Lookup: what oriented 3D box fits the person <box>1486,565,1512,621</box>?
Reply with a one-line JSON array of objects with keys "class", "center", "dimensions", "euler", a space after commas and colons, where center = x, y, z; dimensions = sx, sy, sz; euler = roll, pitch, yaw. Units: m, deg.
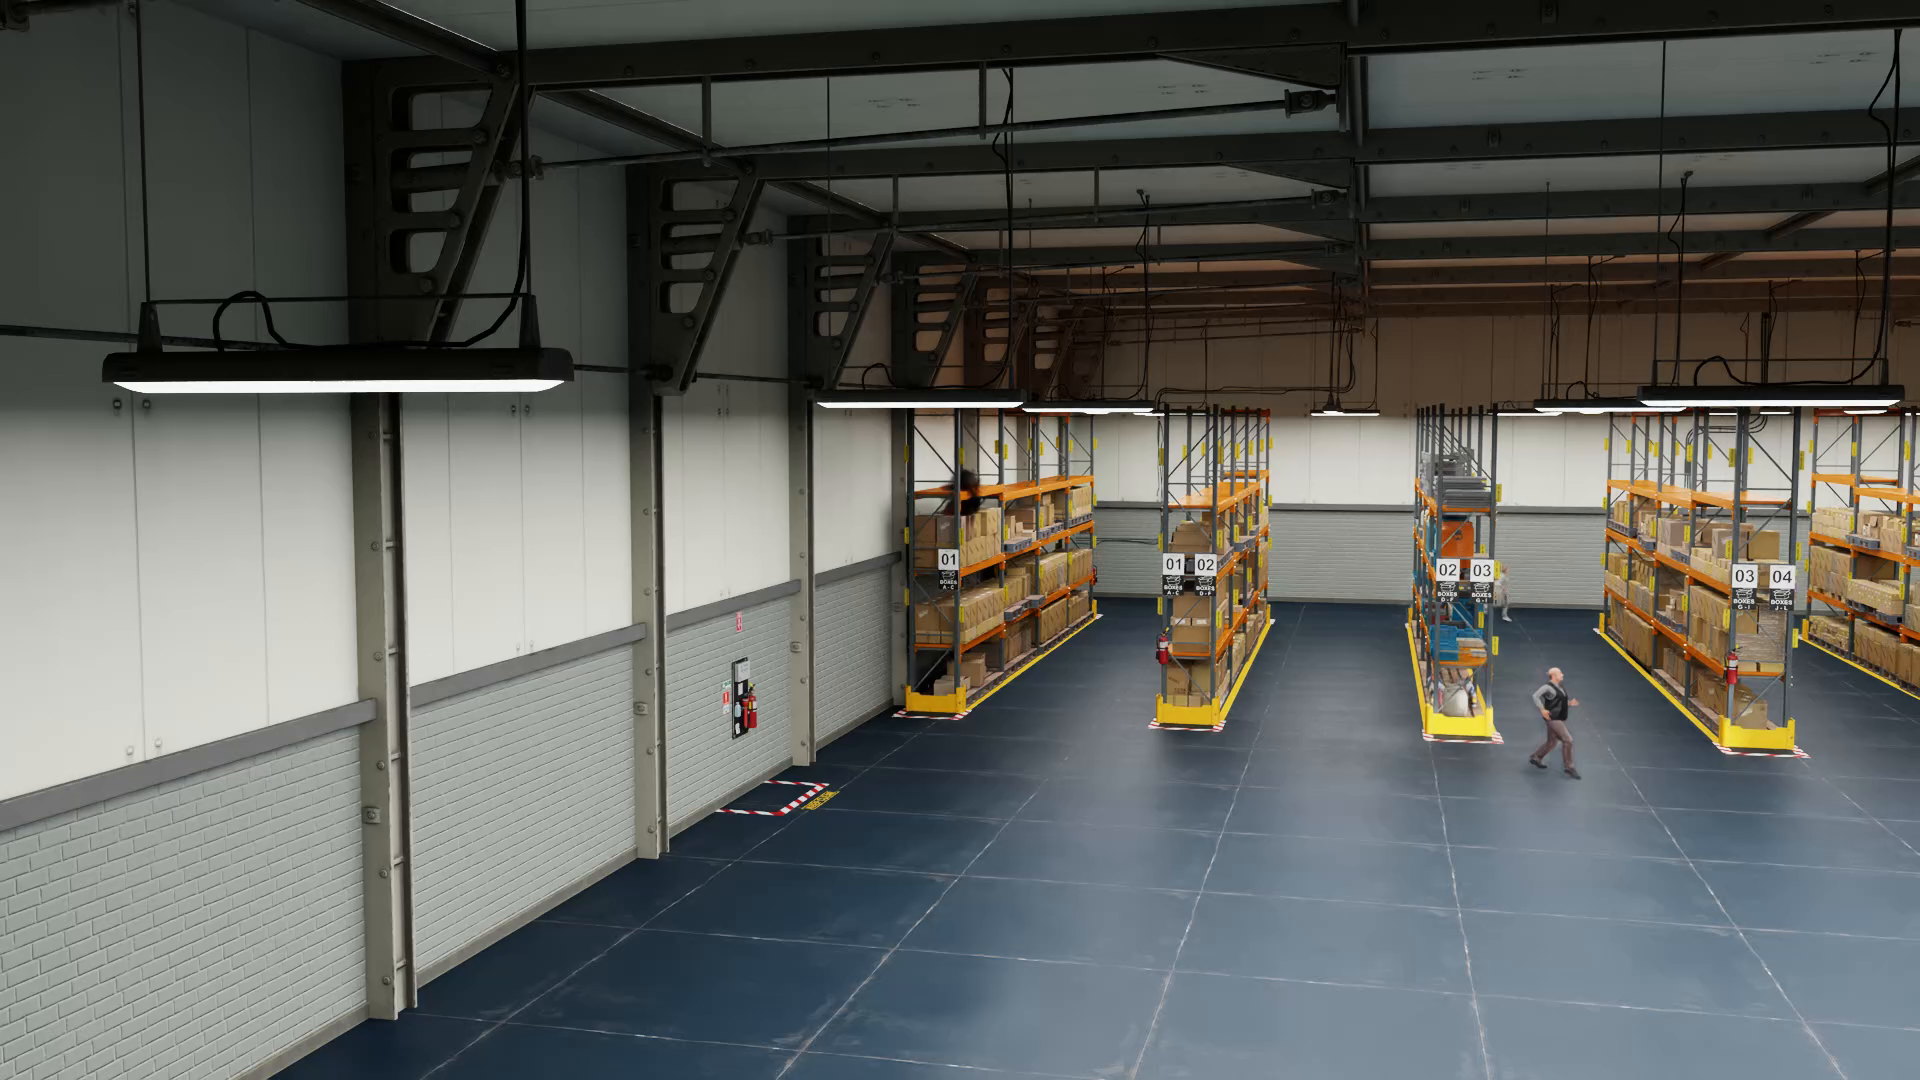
[{"class": "person", "center": [15.375, 1.506, 47.371], "dimensions": [0.738, 1.581, 0.566], "euler": [2, 5, 29]}]

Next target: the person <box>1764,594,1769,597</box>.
[{"class": "person", "center": [20.927, 1.685, 43.819], "dimensions": [0.774, 1.777, 0.787], "euler": [-4, 6, -41]}]

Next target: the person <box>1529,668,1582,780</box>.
[{"class": "person", "center": [9.578, 2.923, 26.717], "dimensions": [0.883, 1.739, 0.664], "euler": [3, 5, 36]}]
